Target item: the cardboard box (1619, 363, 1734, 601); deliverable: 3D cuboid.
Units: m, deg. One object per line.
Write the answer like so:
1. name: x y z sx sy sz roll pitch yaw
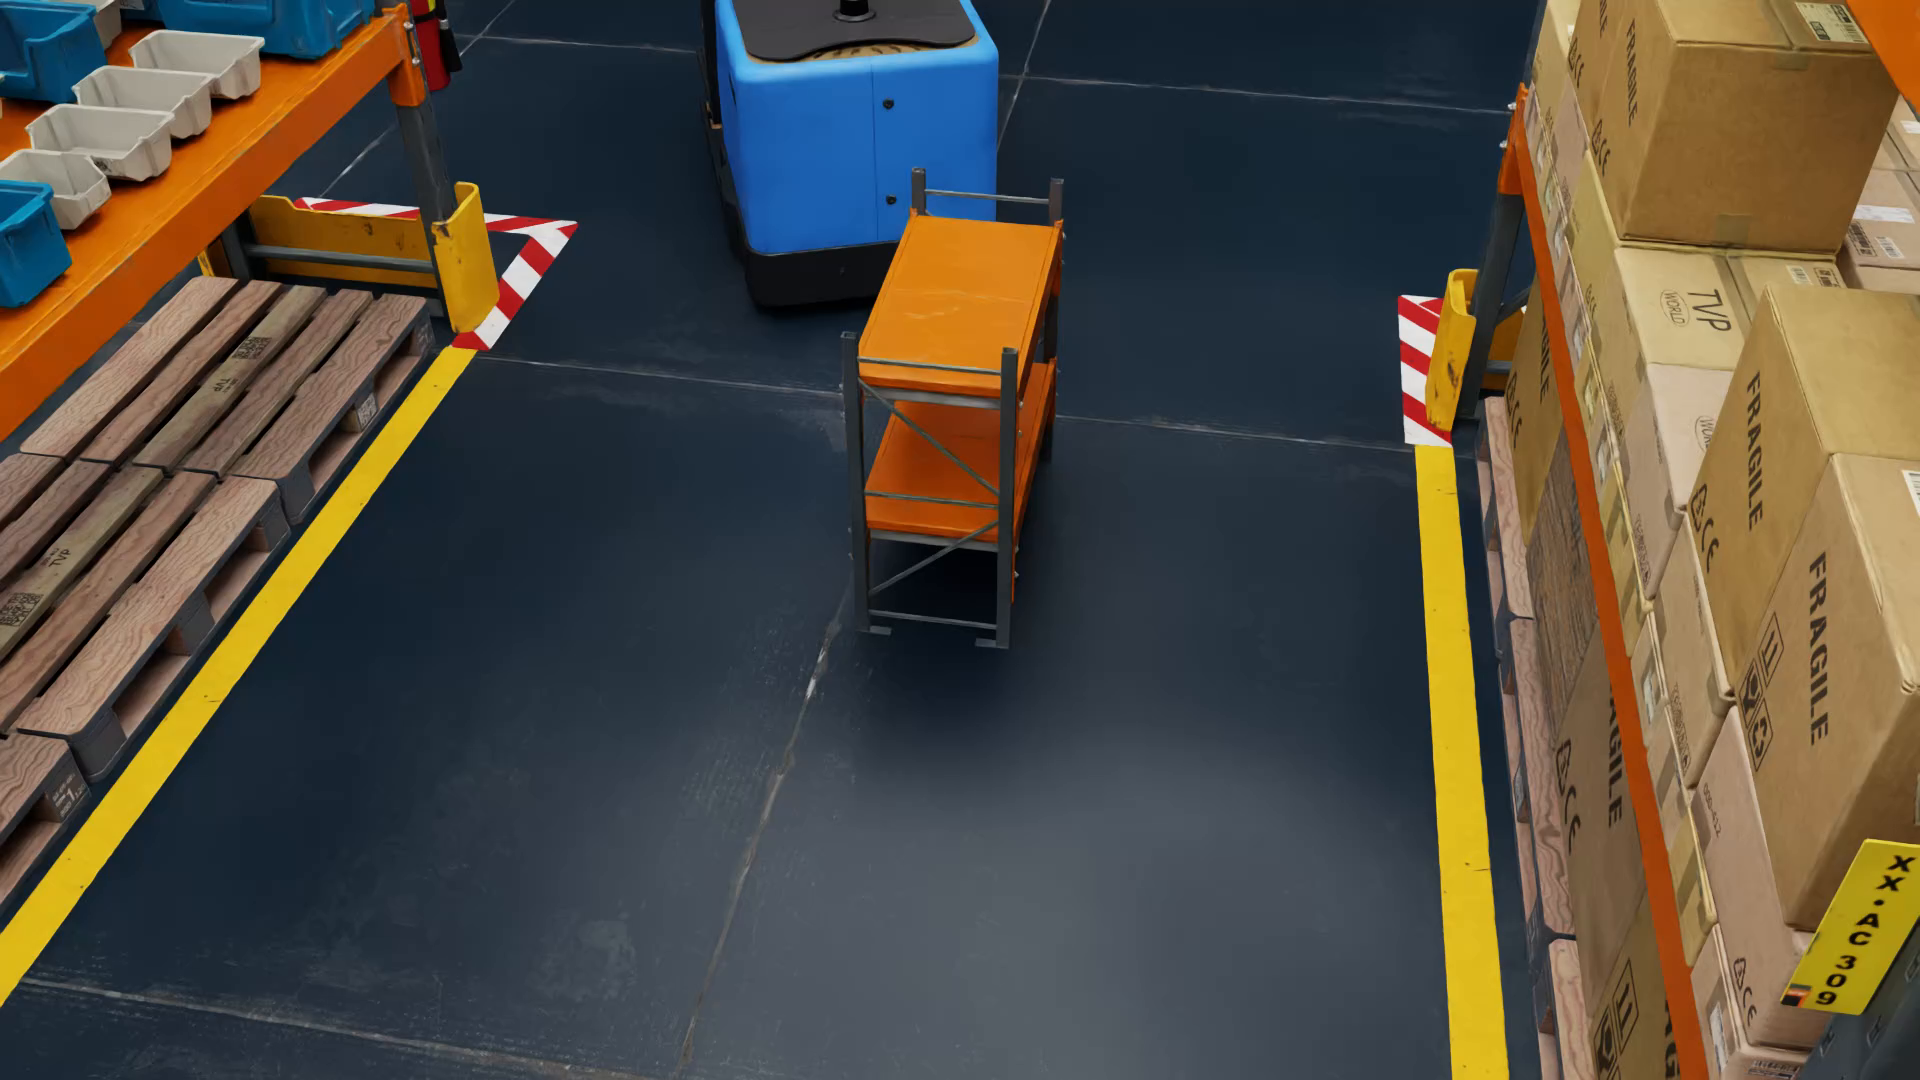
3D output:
1. cardboard box: 1.662 -0.098 3.398 0.500 0.250 0.500 7 40 9

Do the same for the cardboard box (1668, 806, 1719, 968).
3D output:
1. cardboard box: 1.443 0.618 2.846 0.380 0.149 0.250 7 40 9

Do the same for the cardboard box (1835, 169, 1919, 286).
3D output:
1. cardboard box: 2.362 -0.686 4.109 0.500 0.250 0.500 5 40 6

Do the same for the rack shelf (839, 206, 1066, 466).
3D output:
1. rack shelf: 0.001 -0.663 5.210 0.538 0.278 1.000 6 40 8

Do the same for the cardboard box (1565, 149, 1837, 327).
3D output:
1. cardboard box: 1.838 -0.743 4.179 0.500 0.250 0.500 5 40 6

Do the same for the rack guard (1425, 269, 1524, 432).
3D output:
1. rack guard: 2.365 -0.652 6.146 1.175 0.500 0.348 6 40 8

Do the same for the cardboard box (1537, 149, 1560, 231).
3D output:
1. cardboard box: 1.888 -0.995 4.796 0.380 0.149 0.250 6 40 7

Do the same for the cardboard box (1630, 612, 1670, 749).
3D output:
1. cardboard box: 1.532 0.296 3.235 0.380 0.149 0.250 7 40 9

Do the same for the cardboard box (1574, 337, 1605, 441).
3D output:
1. cardboard box: 1.710 -0.351 4.018 0.380 0.149 0.250 5 40 7

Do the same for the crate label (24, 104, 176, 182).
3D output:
1. crate label: -2.569 -1.178 4.981 0.396 0.136 0.243 6 40 8

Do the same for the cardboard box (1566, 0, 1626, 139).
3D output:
1. cardboard box: 1.925 -1.360 4.337 0.500 0.500 0.500 5 40 7

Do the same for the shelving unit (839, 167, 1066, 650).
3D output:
1. shelving unit: 0.001 -0.438 5.397 0.538 1.125 1.048 6 40 8

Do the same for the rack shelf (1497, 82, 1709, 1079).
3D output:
1. rack shelf: 2.015 -0.067 4.042 1.077 0.370 4.000 6 40 8

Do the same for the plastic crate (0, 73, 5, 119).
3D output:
1. plastic crate: -3.139 -1.331 5.166 0.250 0.136 0.298 6 40 8

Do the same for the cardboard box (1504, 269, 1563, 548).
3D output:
1. cardboard box: 2.329 -0.532 5.378 0.875 0.875 0.875 6 40 8

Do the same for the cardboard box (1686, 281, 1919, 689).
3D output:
1. cardboard box: 1.576 -0.067 2.773 0.500 0.500 0.500 7 40 8

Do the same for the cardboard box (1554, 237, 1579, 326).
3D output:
1. cardboard box: 1.799 -0.672 4.405 0.380 0.149 0.250 6 40 7

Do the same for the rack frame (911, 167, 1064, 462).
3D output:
1. rack frame: 0.089 -0.757 5.783 0.500 1.125 0.032 6 40 8

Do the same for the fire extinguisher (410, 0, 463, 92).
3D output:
1. fire extinguisher: -2.044 -2.017 6.189 0.296 0.674 0.183 6 40 8

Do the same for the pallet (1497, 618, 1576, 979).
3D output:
1. pallet: 2.086 0.749 4.679 1.003 0.211 1.213 6 40 8

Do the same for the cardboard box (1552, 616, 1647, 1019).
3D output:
1. cardboard box: 2.017 0.597 4.011 0.875 0.875 0.875 6 40 8

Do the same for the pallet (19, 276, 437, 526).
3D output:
1. pallet: -2.698 -0.558 6.259 1.003 0.211 1.213 6 40 8

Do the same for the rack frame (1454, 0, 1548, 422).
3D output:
1. rack frame: 2.361 -1.600 5.331 1.000 3.000 0.127 6 40 8

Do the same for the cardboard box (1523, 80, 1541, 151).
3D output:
1. cardboard box: 1.974 -1.317 5.186 0.380 0.149 0.250 7 40 8

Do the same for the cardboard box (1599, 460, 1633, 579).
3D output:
1. cardboard box: 1.621 -0.027 3.625 0.380 0.149 0.250 6 40 7

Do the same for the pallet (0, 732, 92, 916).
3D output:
1. pallet: -3.120 0.973 4.407 1.003 0.211 1.213 6 40 8

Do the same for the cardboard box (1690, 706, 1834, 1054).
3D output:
1. cardboard box: 1.487 0.548 2.618 0.500 0.250 0.500 6 40 7

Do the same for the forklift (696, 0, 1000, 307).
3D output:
1. forklift: -0.652 -3.027 7.111 1.130 2.935 3.031 -8 40 -9

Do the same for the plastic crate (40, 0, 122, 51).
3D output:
1. plastic crate: -3.021 -1.757 5.680 0.250 0.136 0.298 6 40 8

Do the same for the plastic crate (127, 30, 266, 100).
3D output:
1. plastic crate: -2.480 -1.536 5.413 0.396 0.136 0.243 6 40 8

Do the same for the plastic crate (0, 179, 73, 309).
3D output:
1. plastic crate: -2.620 -0.787 4.433 0.416 0.233 0.300 6 40 8

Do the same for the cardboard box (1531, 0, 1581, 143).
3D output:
1. cardboard box: 2.012 -1.385 4.956 0.500 0.250 0.500 5 40 6
